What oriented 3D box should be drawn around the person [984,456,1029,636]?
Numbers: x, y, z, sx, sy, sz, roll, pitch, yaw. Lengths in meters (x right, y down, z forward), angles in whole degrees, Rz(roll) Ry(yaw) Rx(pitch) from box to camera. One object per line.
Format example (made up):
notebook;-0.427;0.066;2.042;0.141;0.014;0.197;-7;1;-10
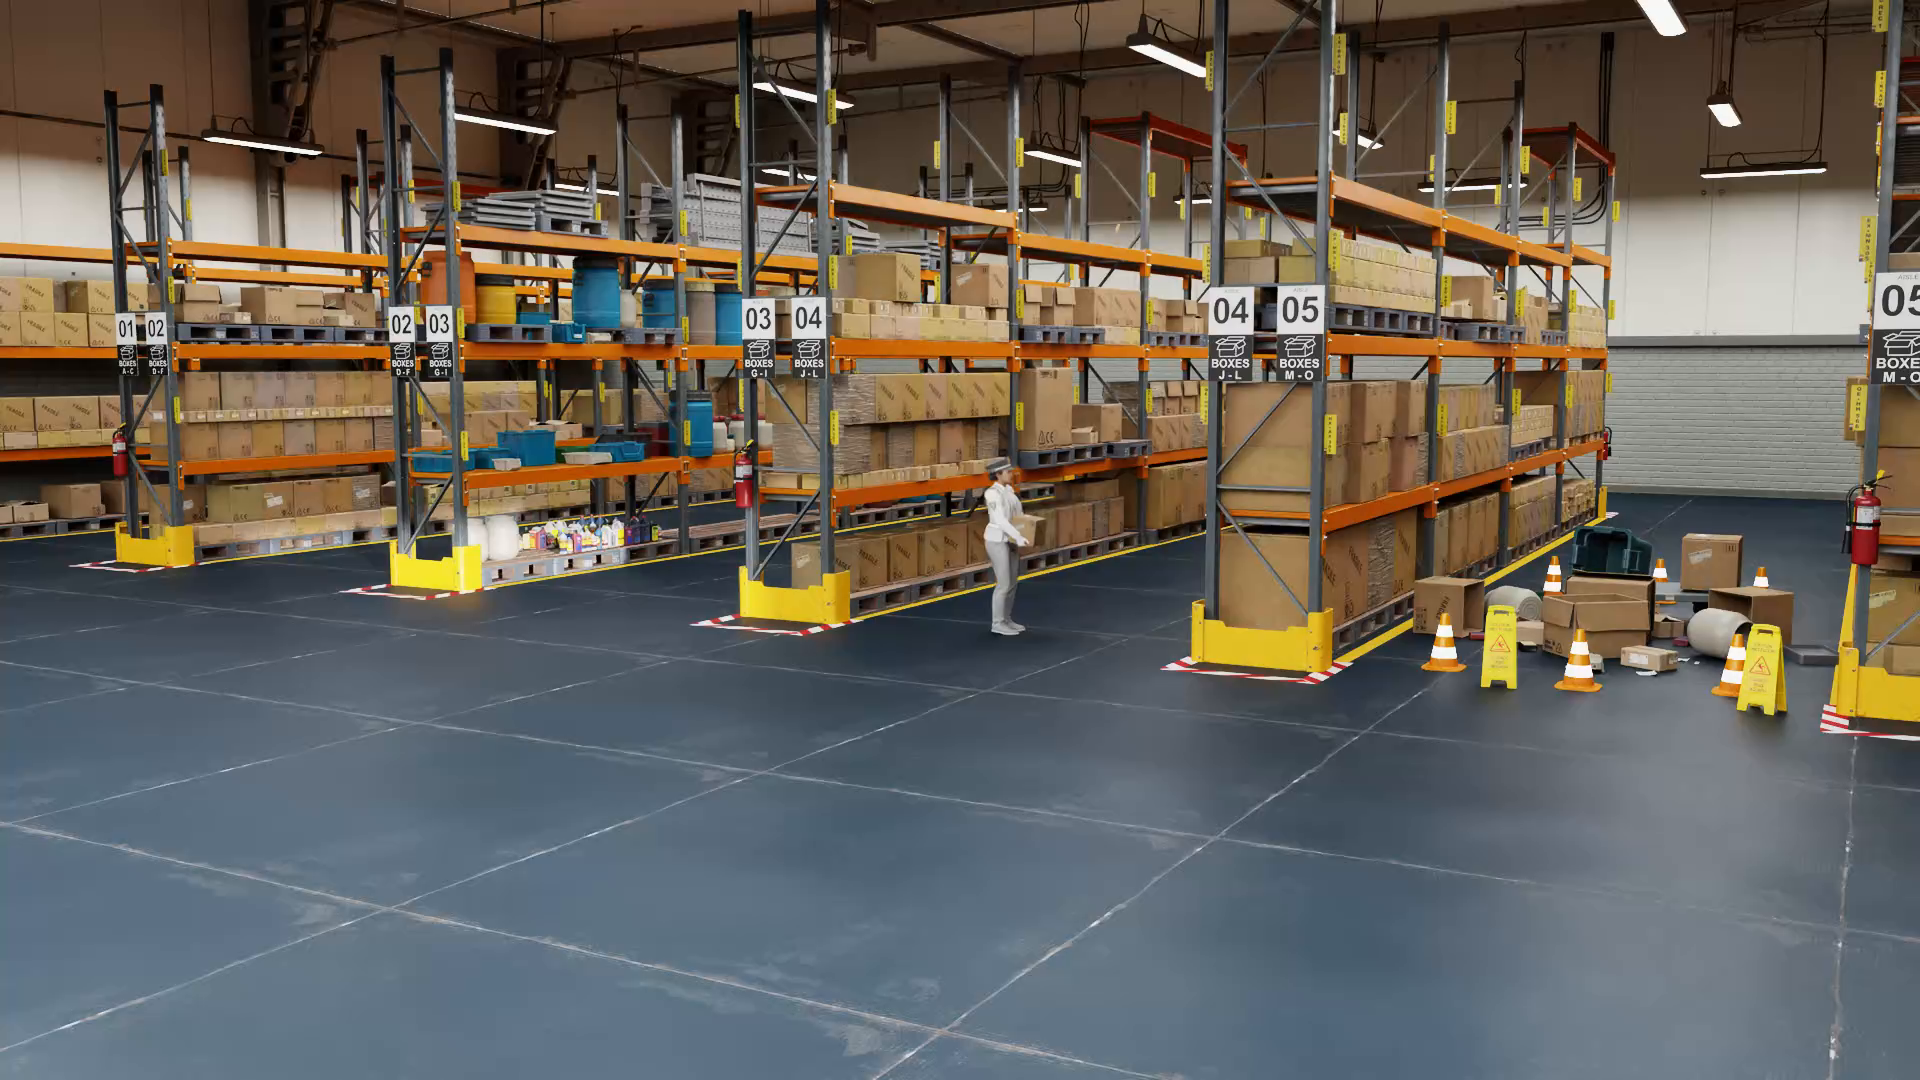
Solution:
person;0.484;0.049;15.804;0.523;1.691;0.453;3;7;28
